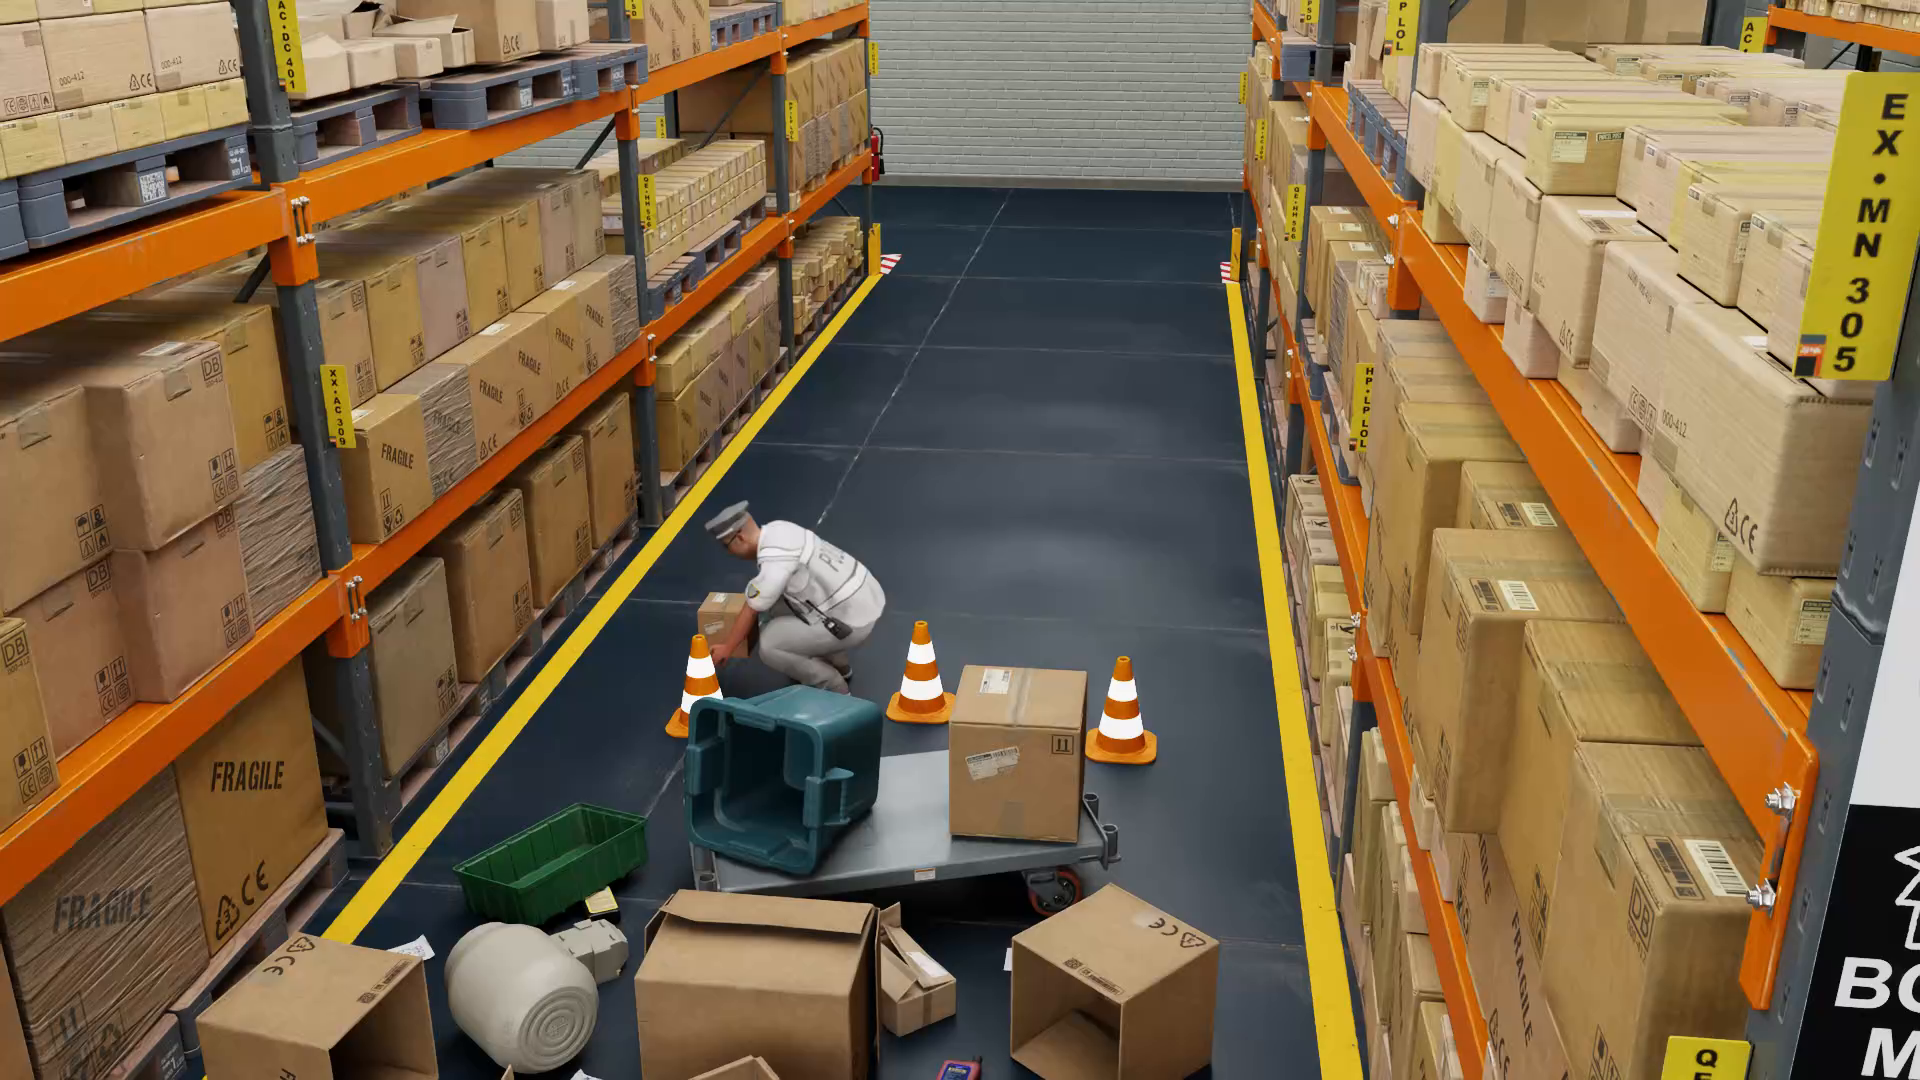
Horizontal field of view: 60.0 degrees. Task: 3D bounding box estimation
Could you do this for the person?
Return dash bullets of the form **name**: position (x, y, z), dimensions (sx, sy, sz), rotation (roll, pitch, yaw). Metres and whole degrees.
- **person**: position (-0.857, 0.283, 8.365), dimensions (0.920, 1.027, 0.522), rotation (2, 21, 5)
